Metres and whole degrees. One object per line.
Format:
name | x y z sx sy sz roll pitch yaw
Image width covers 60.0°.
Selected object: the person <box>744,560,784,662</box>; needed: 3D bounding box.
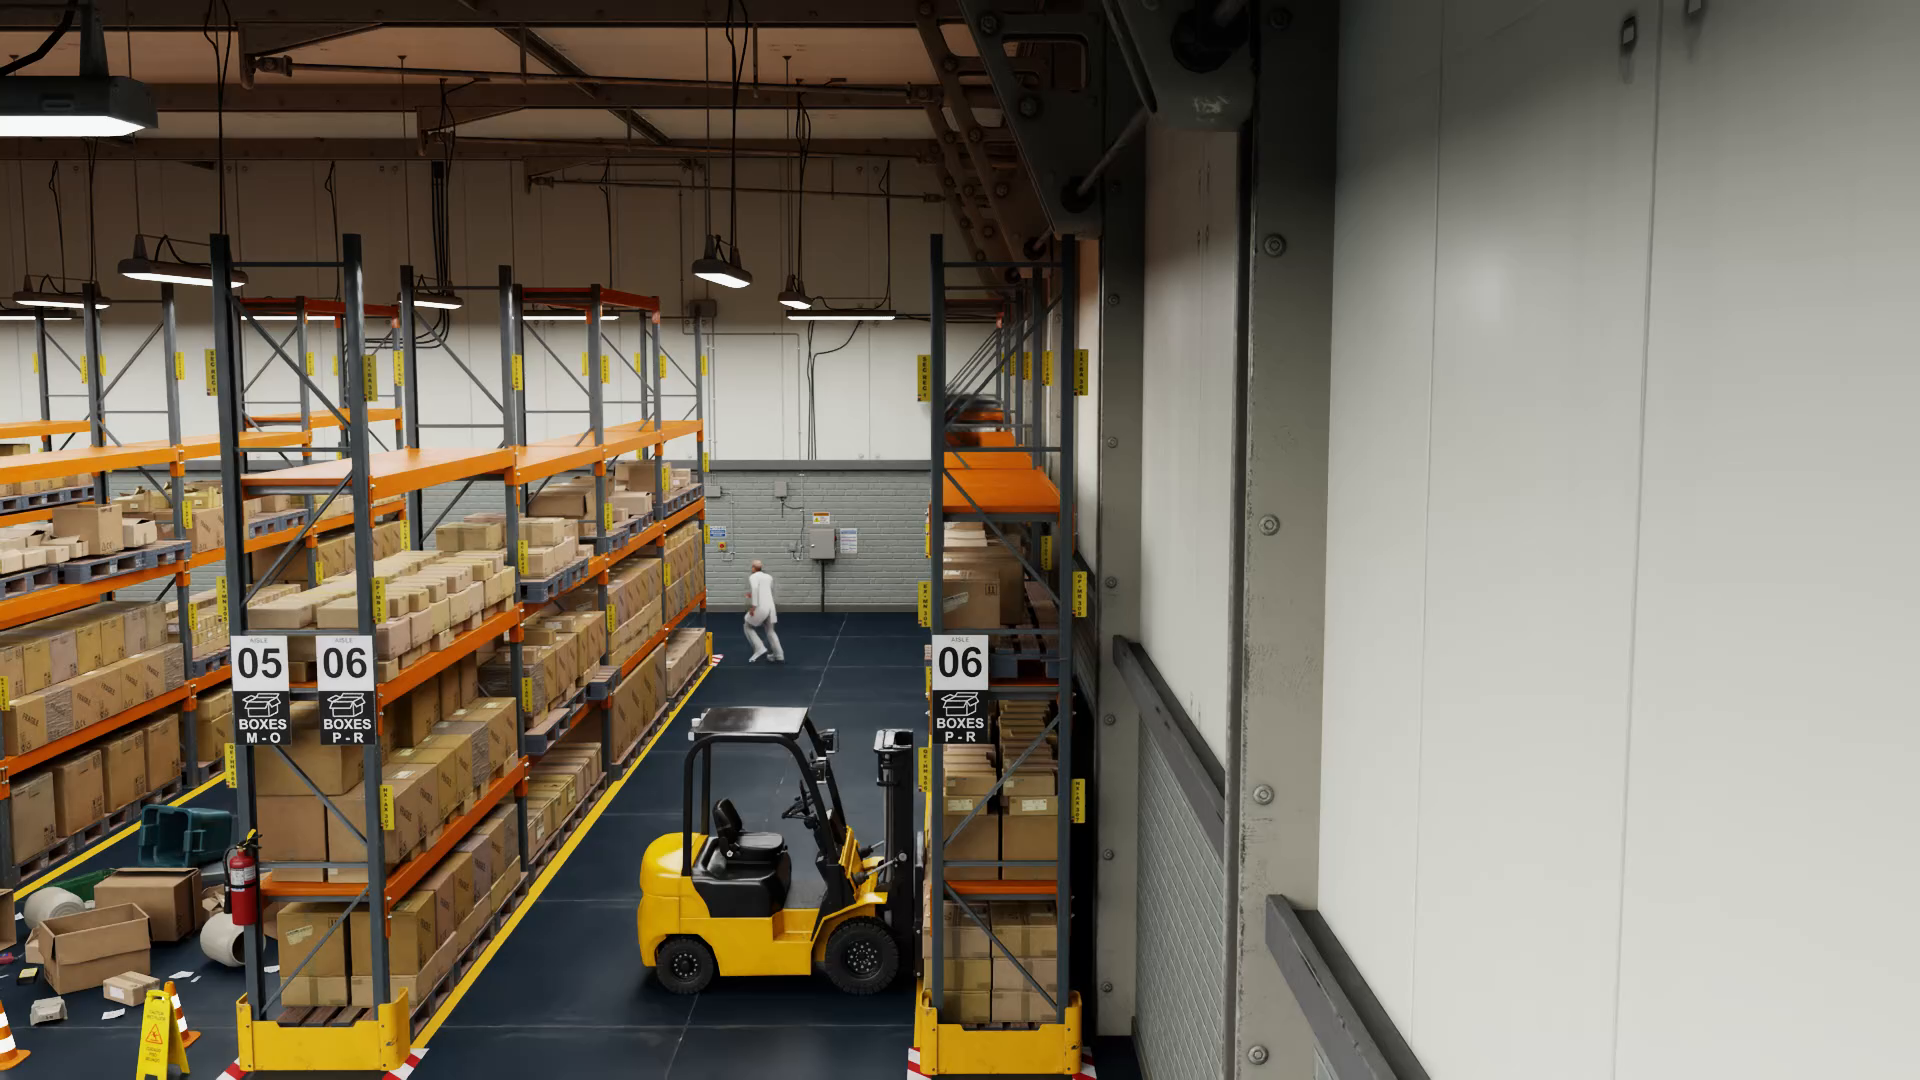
person | -3.360 1.209 28.243 0.947 1.717 0.711 5 8 41
